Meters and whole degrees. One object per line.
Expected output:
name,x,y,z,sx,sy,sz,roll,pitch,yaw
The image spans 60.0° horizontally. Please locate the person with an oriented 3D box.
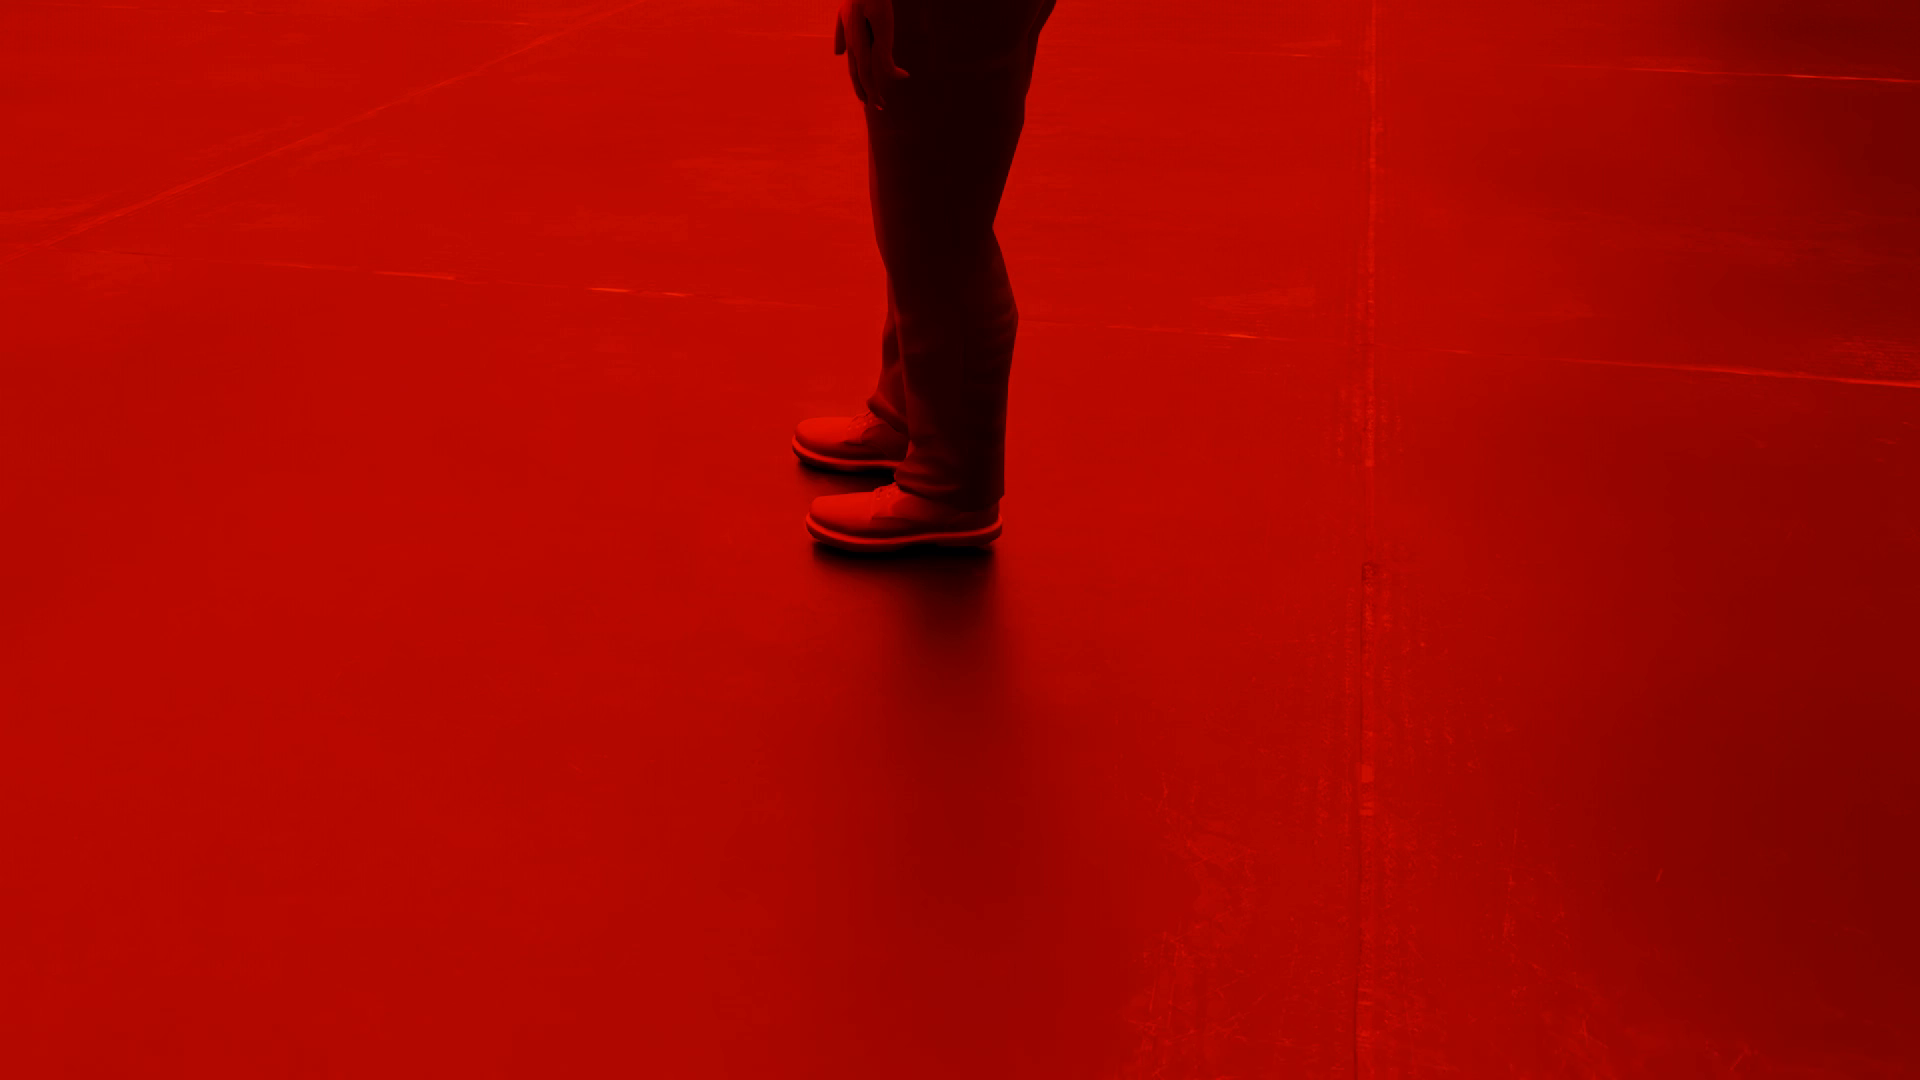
person,-0.081,-0.762,2.159,0.504,1.654,0.569,6,27,11
